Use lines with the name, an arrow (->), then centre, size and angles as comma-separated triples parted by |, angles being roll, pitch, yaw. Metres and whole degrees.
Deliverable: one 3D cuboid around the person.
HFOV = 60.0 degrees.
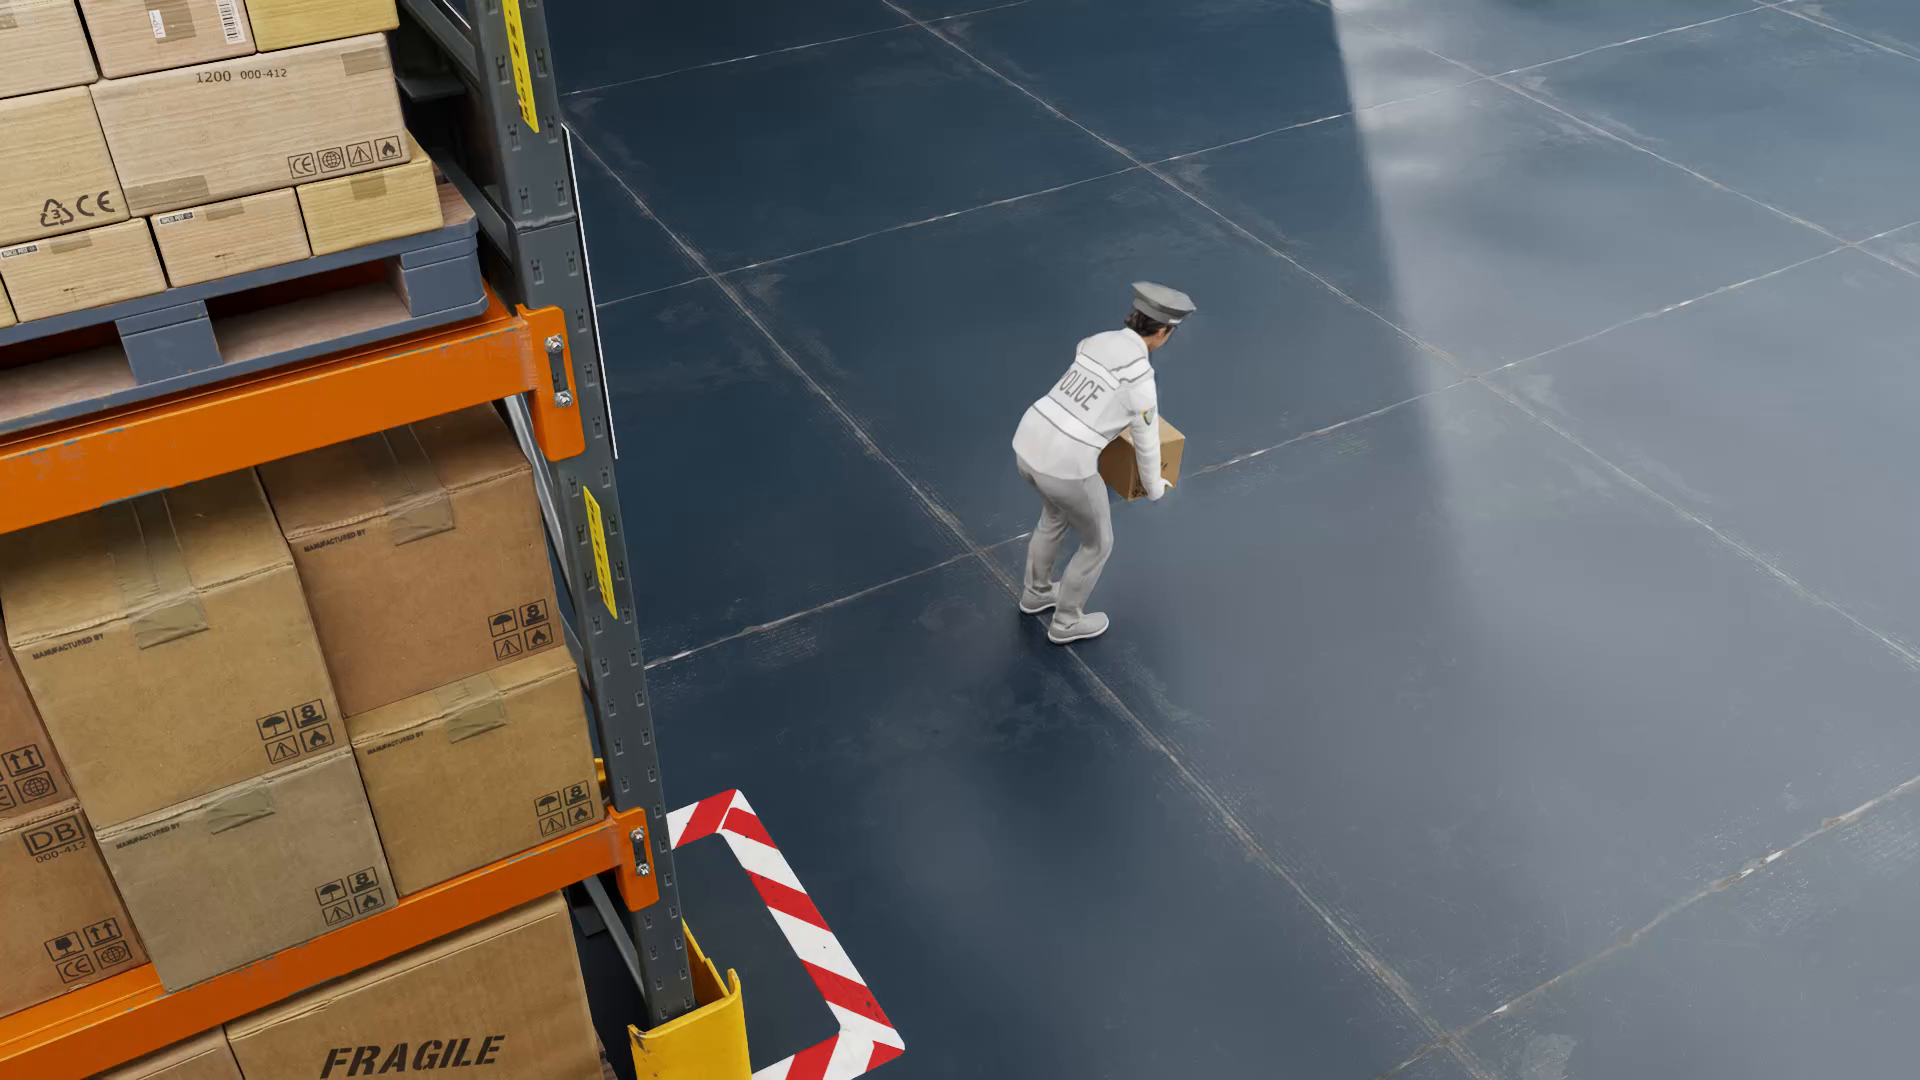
person -> 0.571, -0.309, 6.723 | 0.757, 1.473, 0.412 | -20, 41, -25
